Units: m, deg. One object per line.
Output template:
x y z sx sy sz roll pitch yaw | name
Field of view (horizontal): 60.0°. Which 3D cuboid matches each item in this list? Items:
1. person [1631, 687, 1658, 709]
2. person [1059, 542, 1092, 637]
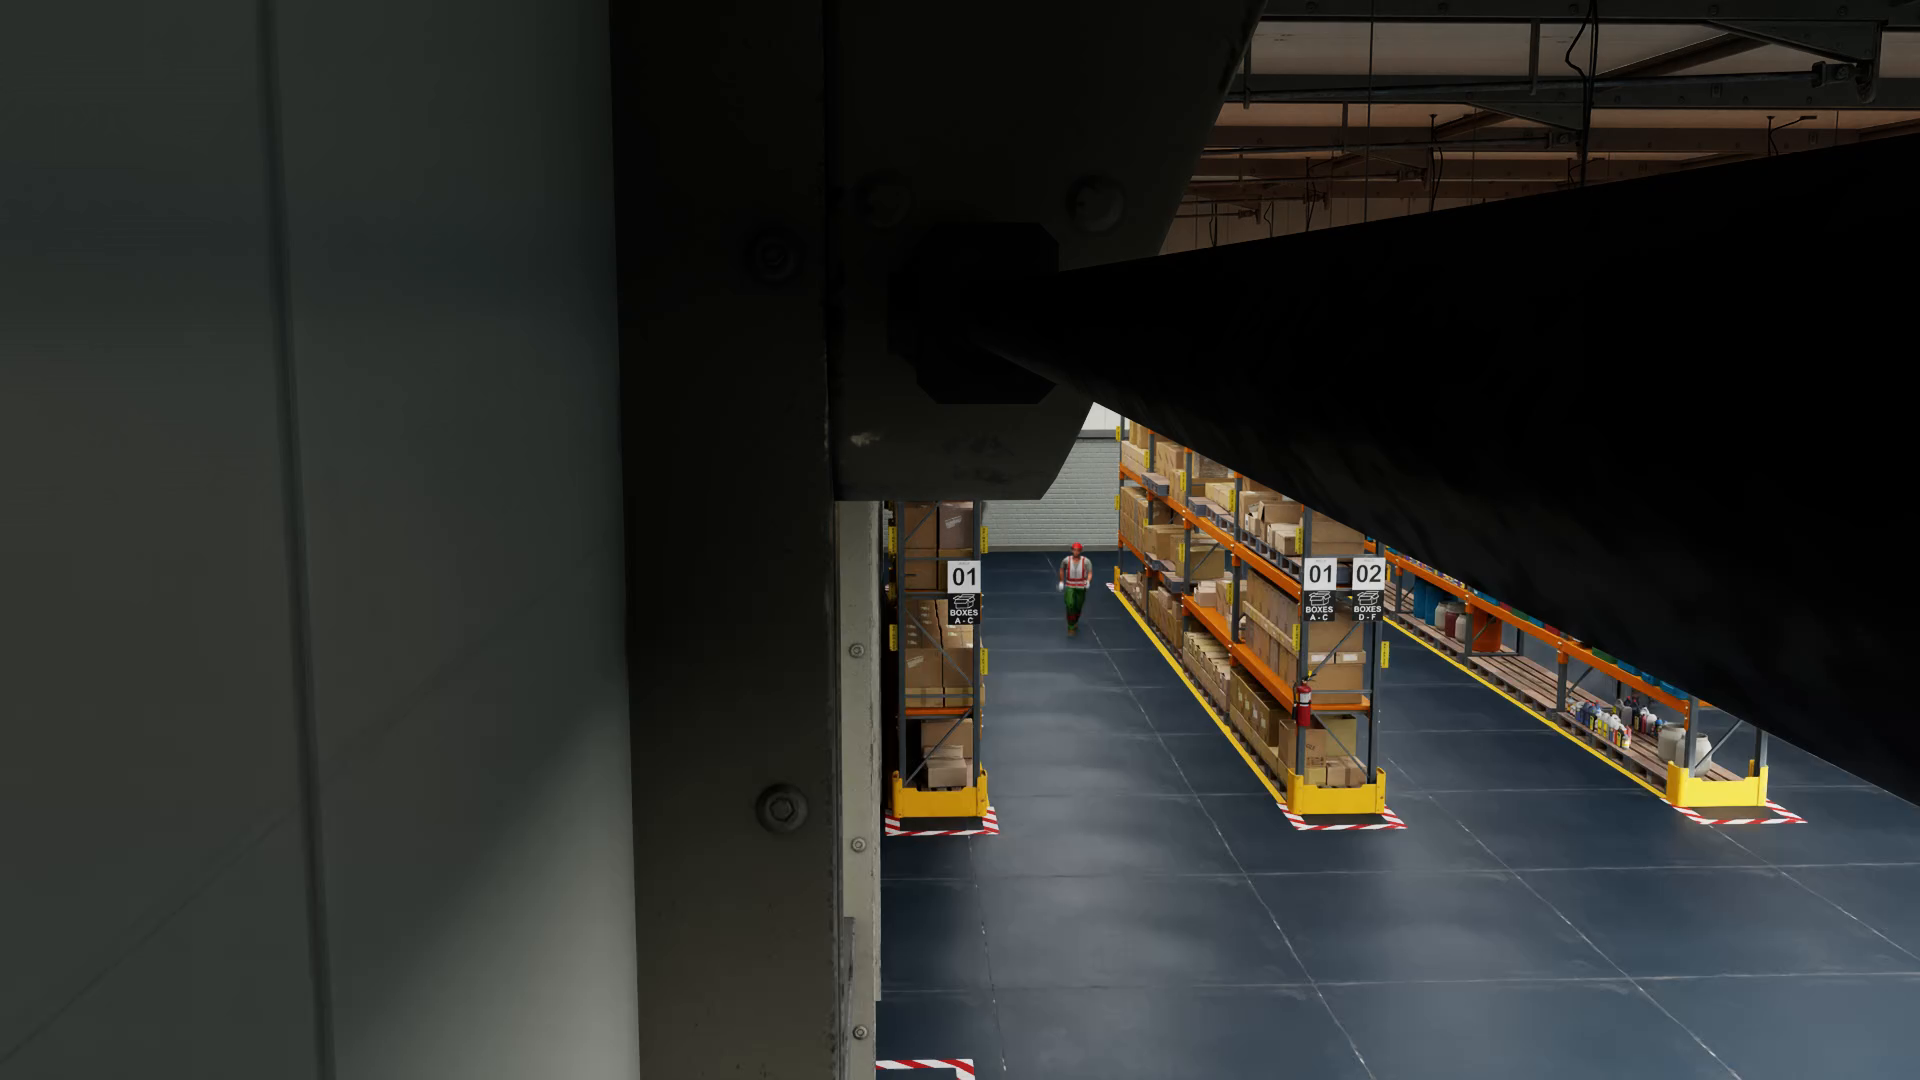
10.756 1.752 26.022 0.542 1.737 0.402 6 10 37 | person
2.207 0.937 31.771 0.624 1.813 0.877 0 8 2 | person
